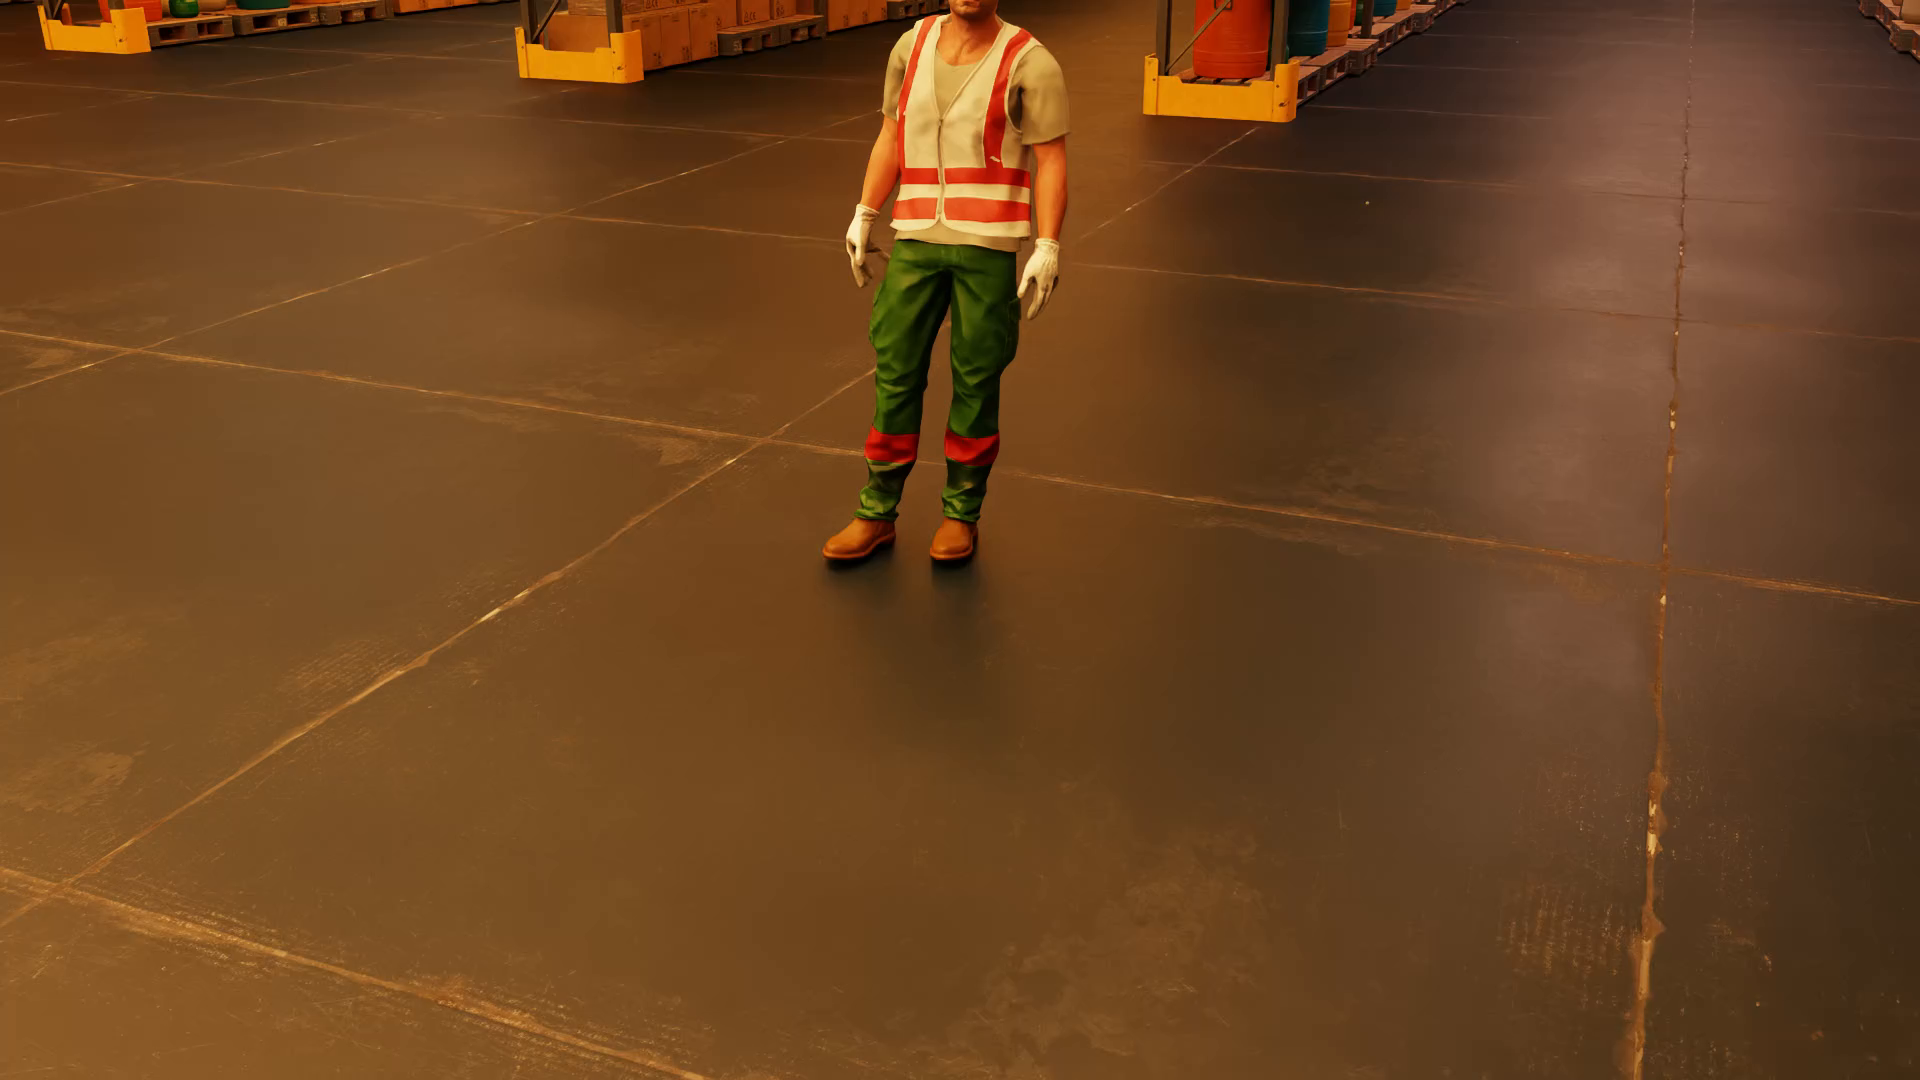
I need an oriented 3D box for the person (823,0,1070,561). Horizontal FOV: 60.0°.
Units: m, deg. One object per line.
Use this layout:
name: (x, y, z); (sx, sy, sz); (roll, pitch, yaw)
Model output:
person: (-0.042, -0.805, 4.680); (0.637, 1.790, 0.562); (9, 24, 21)
